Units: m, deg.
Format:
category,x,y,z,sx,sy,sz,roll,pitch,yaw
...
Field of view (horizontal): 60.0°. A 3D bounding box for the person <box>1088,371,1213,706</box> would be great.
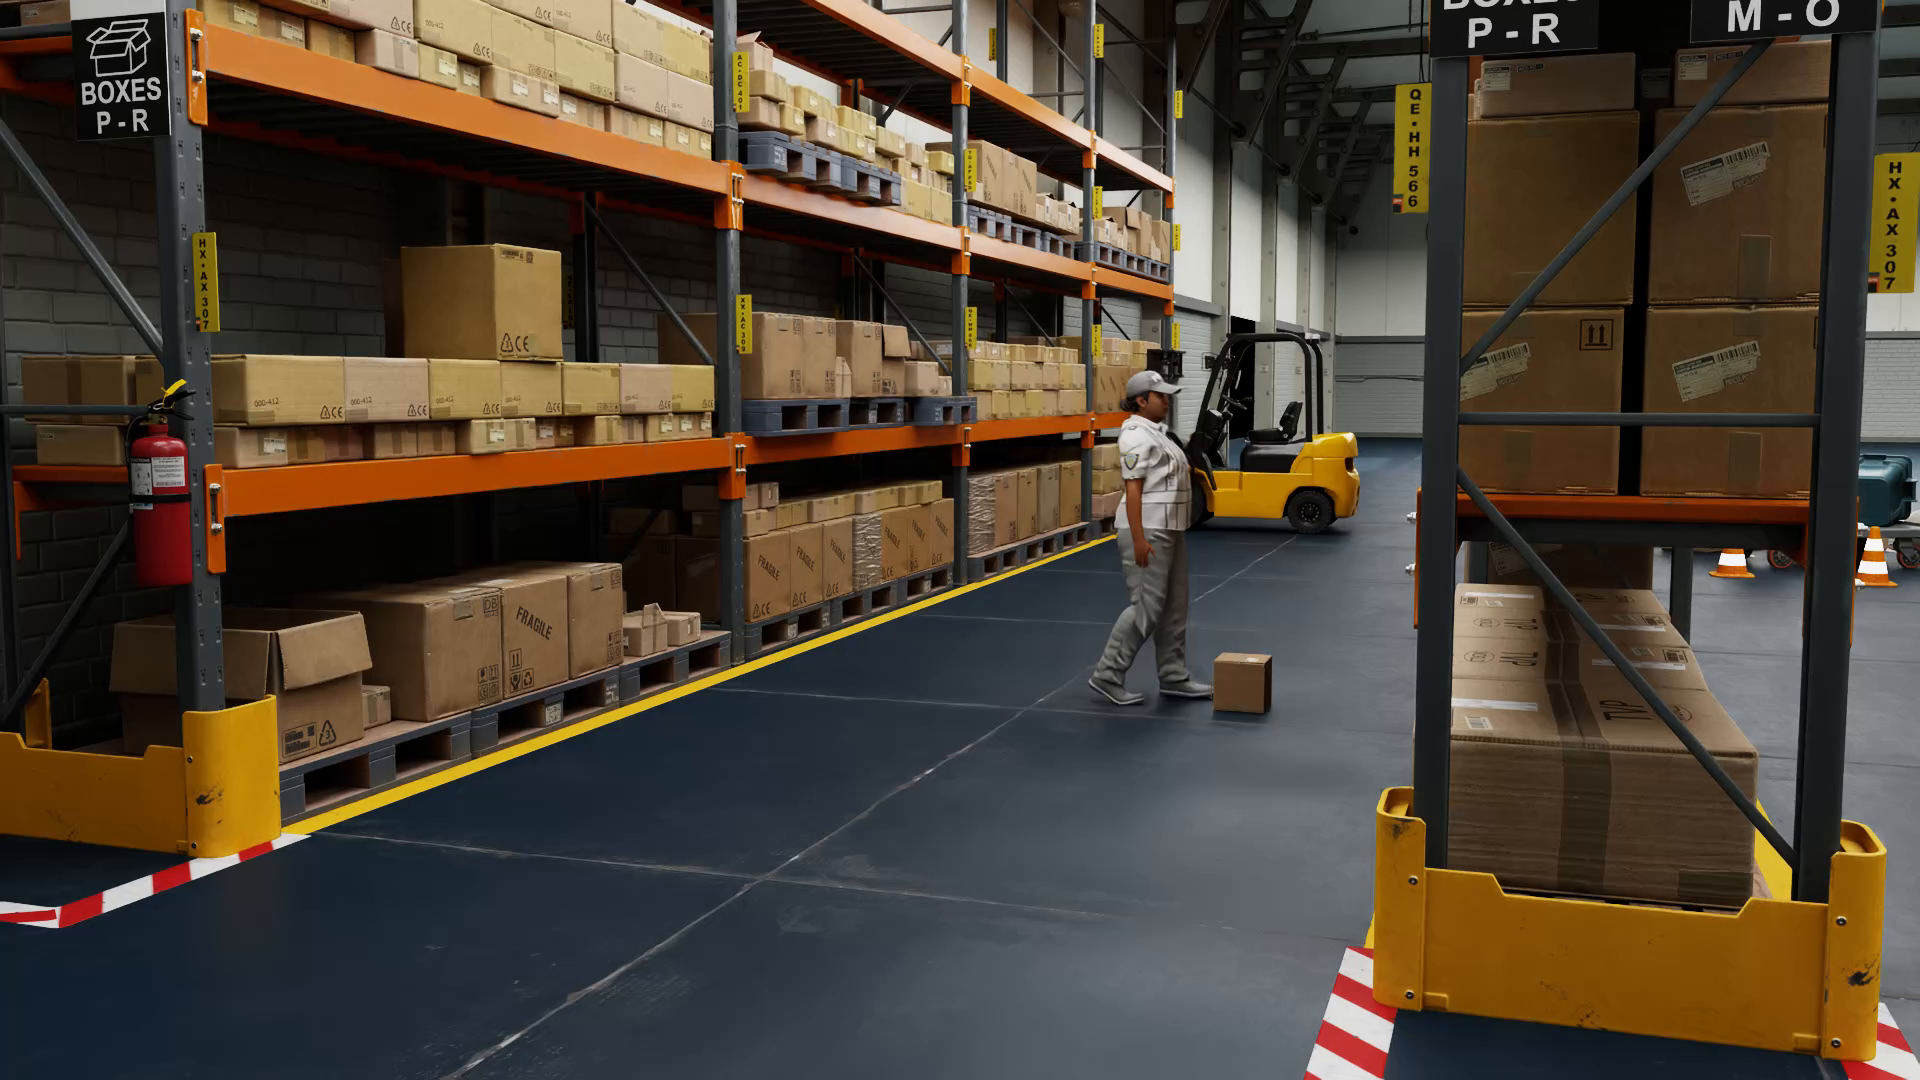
category,x,y,z,sx,sy,sz,roll,pitch,yaw
person,0.988,-0.015,8.385,0.597,1.671,0.491,2,6,21
